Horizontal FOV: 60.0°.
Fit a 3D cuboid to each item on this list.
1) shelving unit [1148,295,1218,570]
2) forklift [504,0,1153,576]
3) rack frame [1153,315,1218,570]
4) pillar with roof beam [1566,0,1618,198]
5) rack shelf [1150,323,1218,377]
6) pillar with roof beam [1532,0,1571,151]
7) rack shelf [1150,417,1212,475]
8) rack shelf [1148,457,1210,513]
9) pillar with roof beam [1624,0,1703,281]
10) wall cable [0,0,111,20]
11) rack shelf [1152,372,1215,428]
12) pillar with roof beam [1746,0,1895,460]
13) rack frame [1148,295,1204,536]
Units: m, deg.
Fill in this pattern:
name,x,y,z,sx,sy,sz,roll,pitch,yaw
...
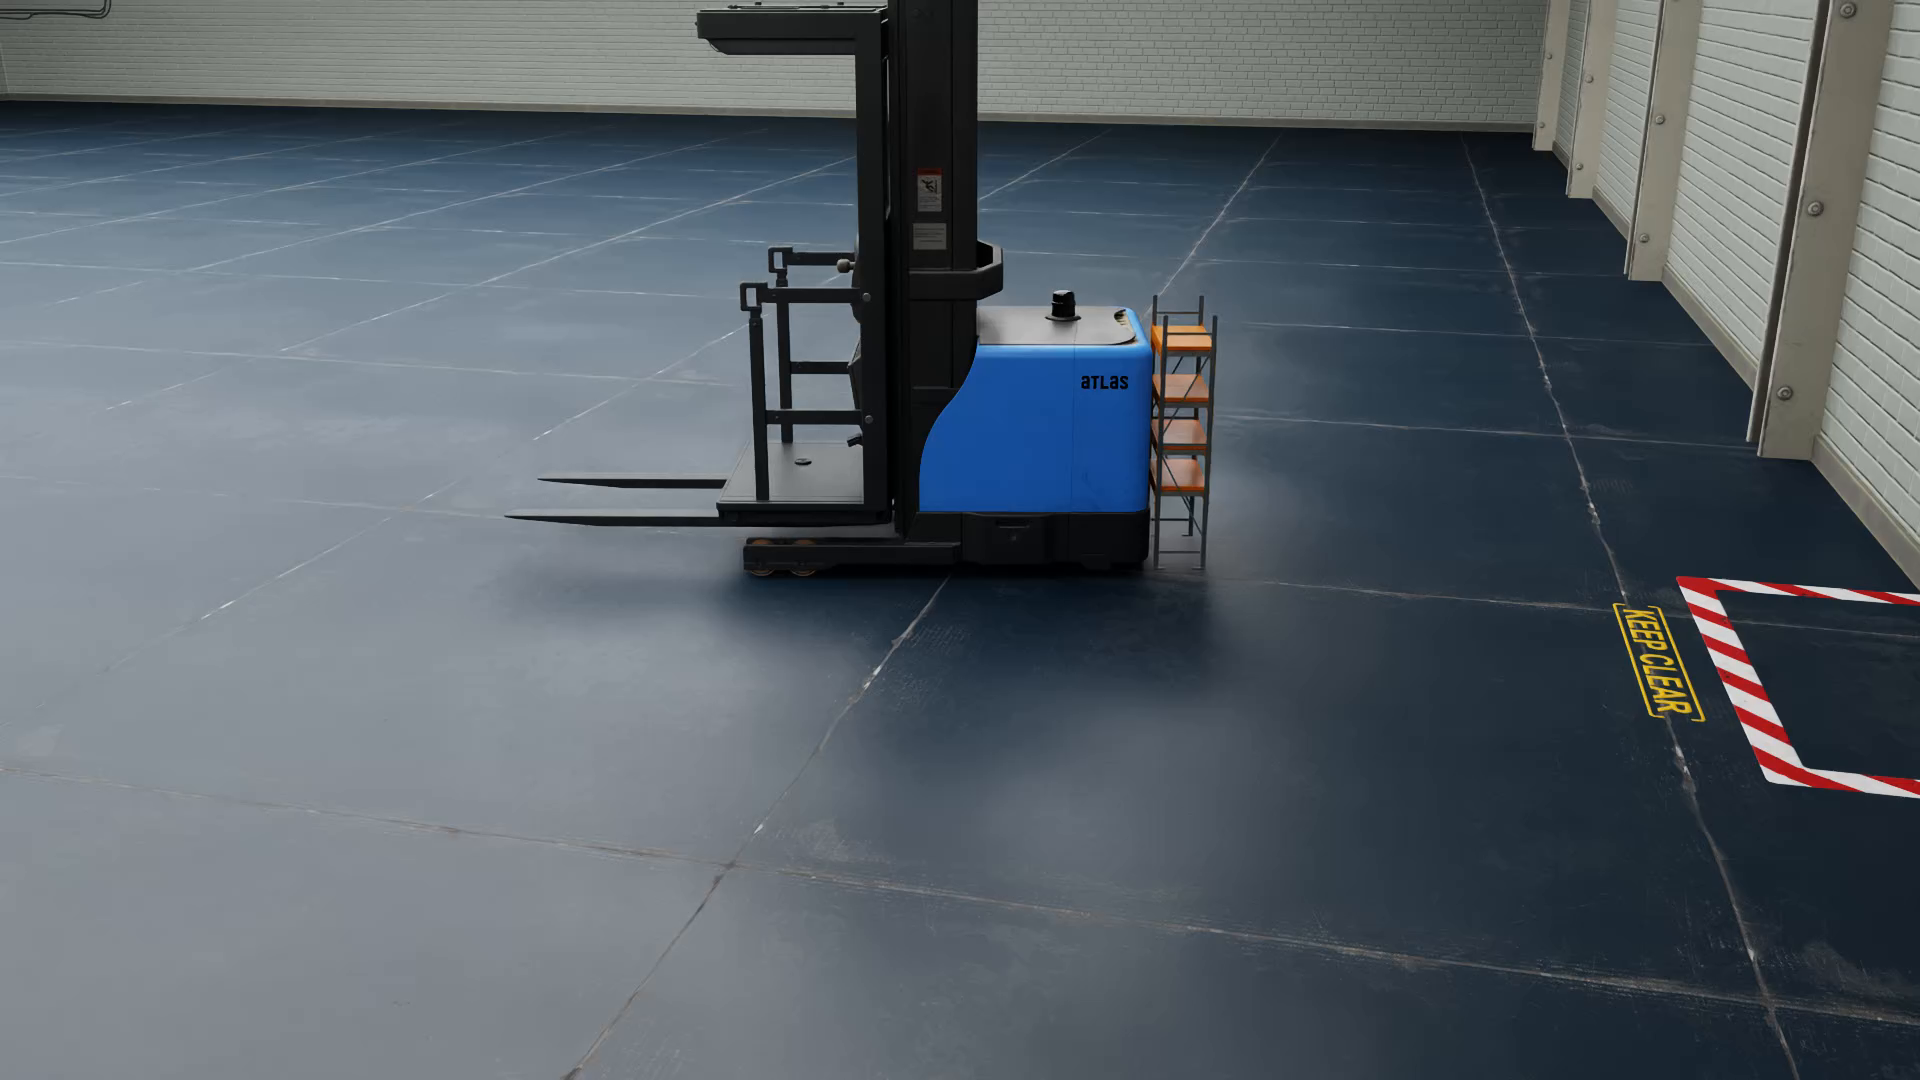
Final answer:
name,x,y,z,sx,sy,sz,roll,pitch,yaw
shelving unit,1.030,-0.511,7.827,0.258,1.200,0.503,0,19,1
forklift,-0.630,-1.390,7.723,3.031,2.935,1.130,0,19,1
rack frame,1.026,-0.432,7.596,0.240,1.200,0.015,0,19,1
pillar with roof beam,3.564,-8.889,20.289,9.100,9.000,0.400,5,19,13
rack shelf,1.030,-0.883,7.700,0.258,0.148,0.480,0,19,1
pillar with roof beam,5.030,-10.769,25.795,9.100,9.000,0.400,5,19,13
rack shelf,1.030,-0.447,7.849,0.258,0.148,0.480,0,19,1
rack shelf,1.030,-0.259,7.913,0.258,0.148,0.480,0,19,1
pillar with roof beam,2.098,-7.008,14.783,9.100,9.000,0.400,5,19,13
wall cable,-19.339,-12.267,34.983,3.097,2.526,0.112,5,19,13
rack shelf,1.030,-0.659,7.777,0.258,0.148,0.480,0,19,1
pillar with roof beam,0.632,-5.128,9.278,9.100,9.000,0.400,5,19,13
rack frame,1.033,-0.590,8.058,0.240,1.200,0.015,0,19,1
